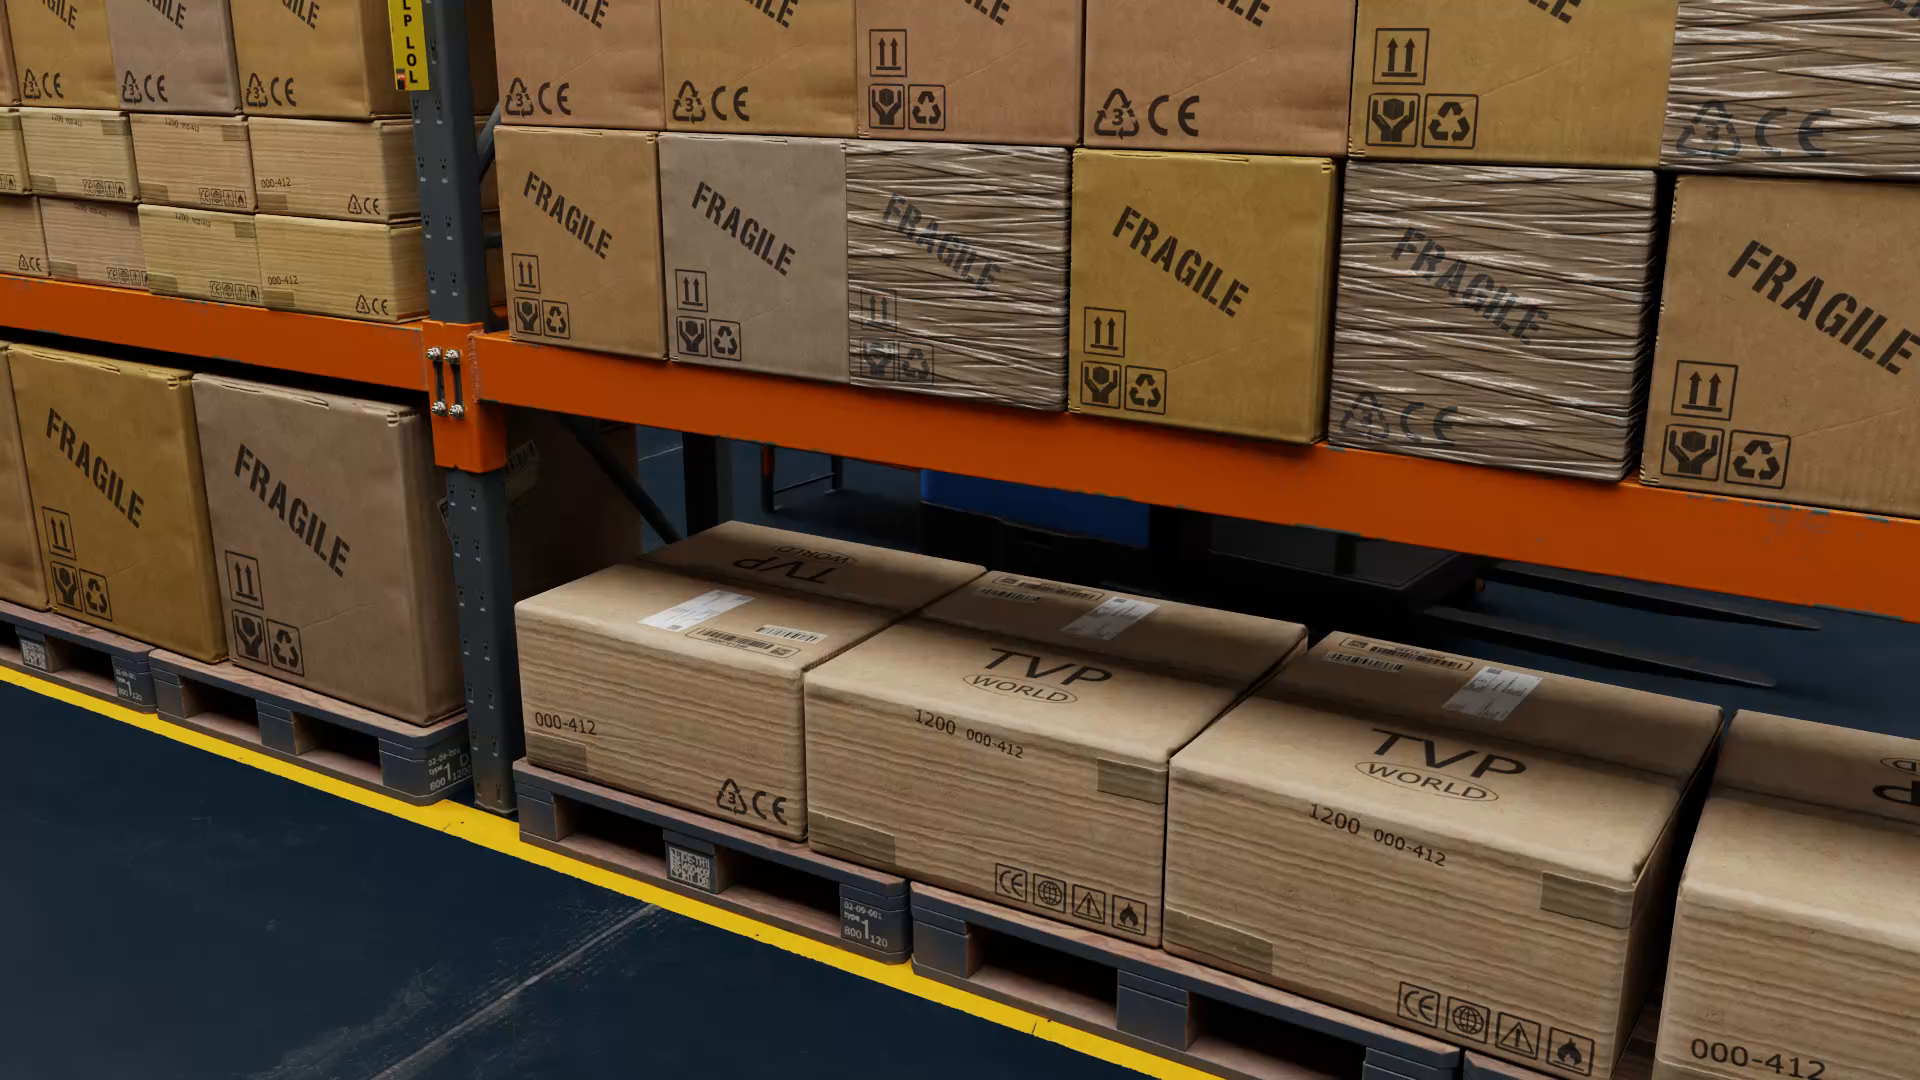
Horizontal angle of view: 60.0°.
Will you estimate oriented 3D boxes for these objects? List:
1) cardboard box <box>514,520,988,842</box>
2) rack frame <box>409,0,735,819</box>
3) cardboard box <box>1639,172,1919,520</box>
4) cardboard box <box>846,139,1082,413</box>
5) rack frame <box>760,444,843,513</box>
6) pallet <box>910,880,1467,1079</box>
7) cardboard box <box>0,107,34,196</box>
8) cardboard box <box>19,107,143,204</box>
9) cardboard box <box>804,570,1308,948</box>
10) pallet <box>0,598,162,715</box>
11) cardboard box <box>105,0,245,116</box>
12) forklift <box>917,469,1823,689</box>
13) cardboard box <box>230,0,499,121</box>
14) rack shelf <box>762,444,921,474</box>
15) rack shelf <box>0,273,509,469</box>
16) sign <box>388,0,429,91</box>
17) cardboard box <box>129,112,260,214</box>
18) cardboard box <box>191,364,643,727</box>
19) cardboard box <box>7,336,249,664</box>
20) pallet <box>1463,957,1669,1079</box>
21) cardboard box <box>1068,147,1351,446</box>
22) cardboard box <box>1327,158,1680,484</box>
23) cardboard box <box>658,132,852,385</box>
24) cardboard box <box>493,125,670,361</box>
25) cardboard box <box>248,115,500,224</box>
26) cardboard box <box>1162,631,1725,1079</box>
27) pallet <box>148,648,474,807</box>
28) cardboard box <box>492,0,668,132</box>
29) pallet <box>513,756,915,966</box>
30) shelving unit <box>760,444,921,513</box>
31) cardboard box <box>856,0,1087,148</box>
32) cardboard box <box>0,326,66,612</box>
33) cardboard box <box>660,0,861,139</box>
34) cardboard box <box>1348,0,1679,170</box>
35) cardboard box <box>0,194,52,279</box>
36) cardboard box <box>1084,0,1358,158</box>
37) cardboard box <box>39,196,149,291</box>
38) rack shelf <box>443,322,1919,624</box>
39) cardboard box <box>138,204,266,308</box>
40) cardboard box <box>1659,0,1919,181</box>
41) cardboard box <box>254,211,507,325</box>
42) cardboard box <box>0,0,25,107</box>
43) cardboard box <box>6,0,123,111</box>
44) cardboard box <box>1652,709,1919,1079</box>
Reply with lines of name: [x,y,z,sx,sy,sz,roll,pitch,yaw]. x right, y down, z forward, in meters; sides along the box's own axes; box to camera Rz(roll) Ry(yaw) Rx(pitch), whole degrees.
cardboard box: [-0.519,0.322,4.347,0.875,0.438,0.875,10,19,29]
rack frame: [-0.998,-0.826,4.438,0.127,3.000,1.000,10,20,30]
cardboard box: [1.441,-0.353,2.710,0.500,0.500,0.500,10,19,29]
cardboard box: [0.112,-0.582,3.465,0.500,0.500,0.500,10,20,30]
rack frame: [-0.702,-0.715,7.300,0.032,1.125,0.500,13,21,36]
pallet: [0.653,0.829,3.789,1.213,0.211,1.003,10,20,30]
cardboard box: [-2.821,-1.225,5.151,0.500,0.250,0.500,11,20,31]
cardboard box: [-2.375,-1.151,4.908,0.500,0.250,0.500,11,20,31]
cardboard box: [0.244,0.458,3.900,0.875,0.438,0.875,9,19,28]
pallet: [-2.739,0.225,5.778,1.213,0.211,1.003,10,20,30]
cardboard box: [-1.955,-1.434,4.550,0.500,0.500,0.500,11,20,31]
forklift: [1.315,-1.114,5.506,3.031,2.935,1.130,13,21,36]
cardboard box: [-1.510,-1.358,4.297,0.500,0.500,0.500,11,20,32]
rack shelf: [-0.299,-0.391,7.075,1.000,0.278,0.538,13,21,36]
rack shelf: [-2.702,-0.786,5.544,4.000,0.370,1.077,10,20,30]
sign: [-1.274,-1.206,3.834,0.005,0.325,0.100,10,20,30]
cardboard box: [-1.931,-1.074,4.654,0.500,0.250,0.500,11,20,31]
cardboard box: [-1.568,-0.084,4.931,0.875,0.875,0.875,11,20,32]
cardboard box: [-2.342,-0.220,5.377,0.875,0.875,0.875,11,20,32]
pallet: [1.688,1.015,3.177,1.213,0.211,1.003,10,20,30]
cardboard box: [0.551,-0.504,3.207,0.500,0.500,0.500,11,20,32]
cardboard box: [0.998,-0.429,2.959,0.500,0.500,0.500,11,20,32]
cardboard box: [-0.309,-0.660,3.720,0.500,0.500,0.500,10,20,30]
cardboard box: [-0.735,-0.737,3.975,0.500,0.500,0.500,11,20,32]
cardboard box: [-1.501,-1.000,4.410,0.500,0.250,0.500,10,20,30]
cardboard box: [1.011,0.595,3.447,0.875,0.438,0.875,11,20,32]
pallet: [-1.695,0.410,5.168,1.213,0.211,1.003,10,20,30]
cardboard box: [-0.719,-1.219,3.842,0.500,0.500,0.500,10,20,30]
pallet: [-0.391,0.644,4.399,1.213,0.211,1.003,10,20,30]
shelving unit: [-0.299,-0.625,7.004,1.048,1.125,0.538,13,21,36]
cardboard box: [0.139,-1.060,3.318,0.500,0.500,0.500,11,20,31]
cardboard box: [-3.104,-0.356,5.825,0.875,0.875,0.875,10,20,31]
cardboard box: [-0.292,-1.141,3.584,0.500,0.500,0.500,10,19,29]
cardboard box: [0.995,-0.906,2.810,0.500,0.500,0.500,10,20,30]
cardboard box: [-2.808,-0.996,5.258,0.500,0.250,0.500,10,20,30]
cardboard box: [0.567,-0.983,3.064,0.500,0.500,0.500,10,20,30]
cardboard box: [-2.366,-0.919,5.003,0.500,0.250,0.500,10,19,29]
rack shelf: [0.706,-0.177,3.541,4.000,0.370,1.077,10,20,30]
cardboard box: [-1.946,-0.837,4.735,0.500,0.250,0.500,10,19,29]
cardboard box: [1.414,-0.830,2.560,0.500,0.500,0.500,10,20,30]
cardboard box: [-1.512,-0.760,4.479,0.500,0.250,0.500,10,19,29]
cardboard box: [-2.826,-1.591,5.067,0.500,0.500,0.500,10,20,31]
cardboard box: [-2.377,-1.516,4.820,0.500,0.500,0.500,11,20,32]
cardboard box: [1.796,0.732,2.995,0.875,0.438,0.875,9,19,28]
